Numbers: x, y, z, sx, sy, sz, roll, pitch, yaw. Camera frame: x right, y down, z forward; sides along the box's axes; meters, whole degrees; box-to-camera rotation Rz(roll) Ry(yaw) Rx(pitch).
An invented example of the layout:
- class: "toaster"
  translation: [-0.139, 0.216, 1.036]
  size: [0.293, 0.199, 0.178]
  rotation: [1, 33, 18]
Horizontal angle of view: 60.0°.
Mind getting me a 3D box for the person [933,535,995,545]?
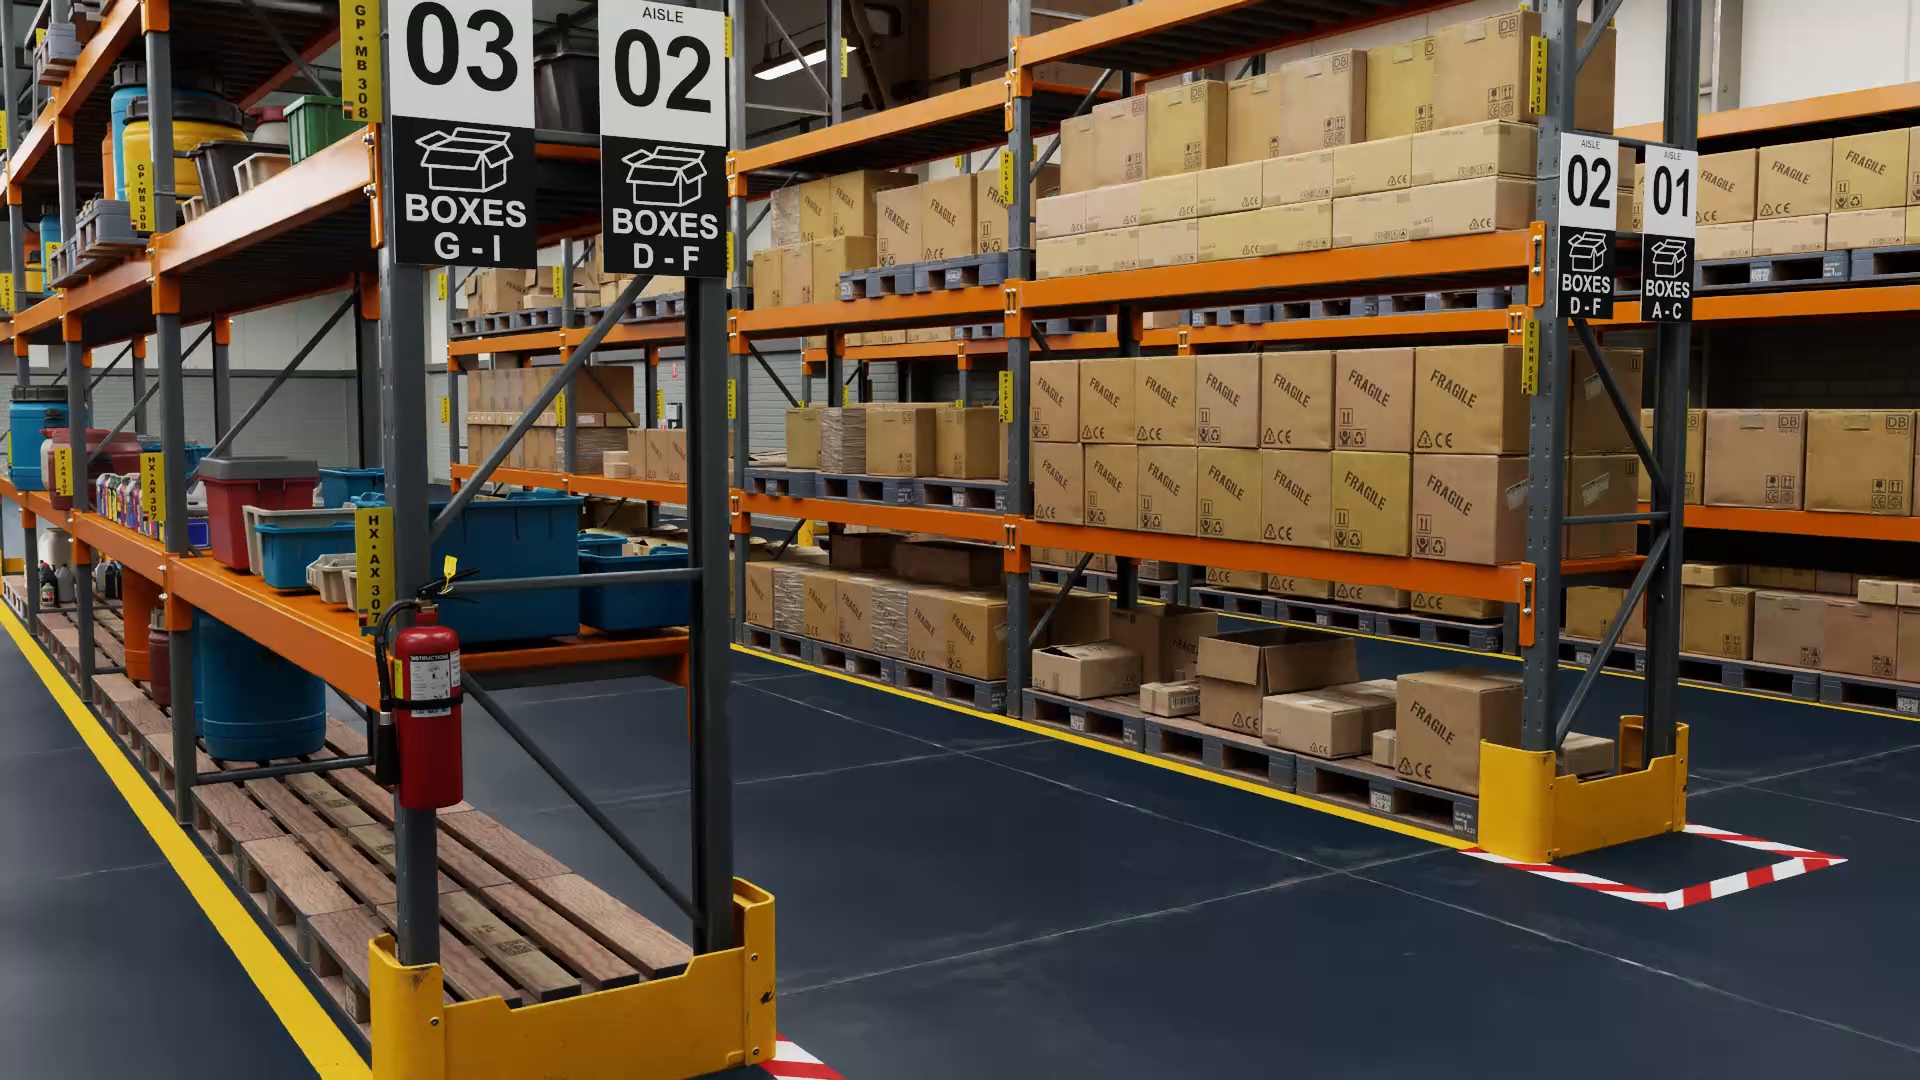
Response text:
- class: "person"
  translation: [0.007, 0.203, 15.936]
  size: [0.846, 1.085, 0.568]
  rotation: [-3, 6, -34]
